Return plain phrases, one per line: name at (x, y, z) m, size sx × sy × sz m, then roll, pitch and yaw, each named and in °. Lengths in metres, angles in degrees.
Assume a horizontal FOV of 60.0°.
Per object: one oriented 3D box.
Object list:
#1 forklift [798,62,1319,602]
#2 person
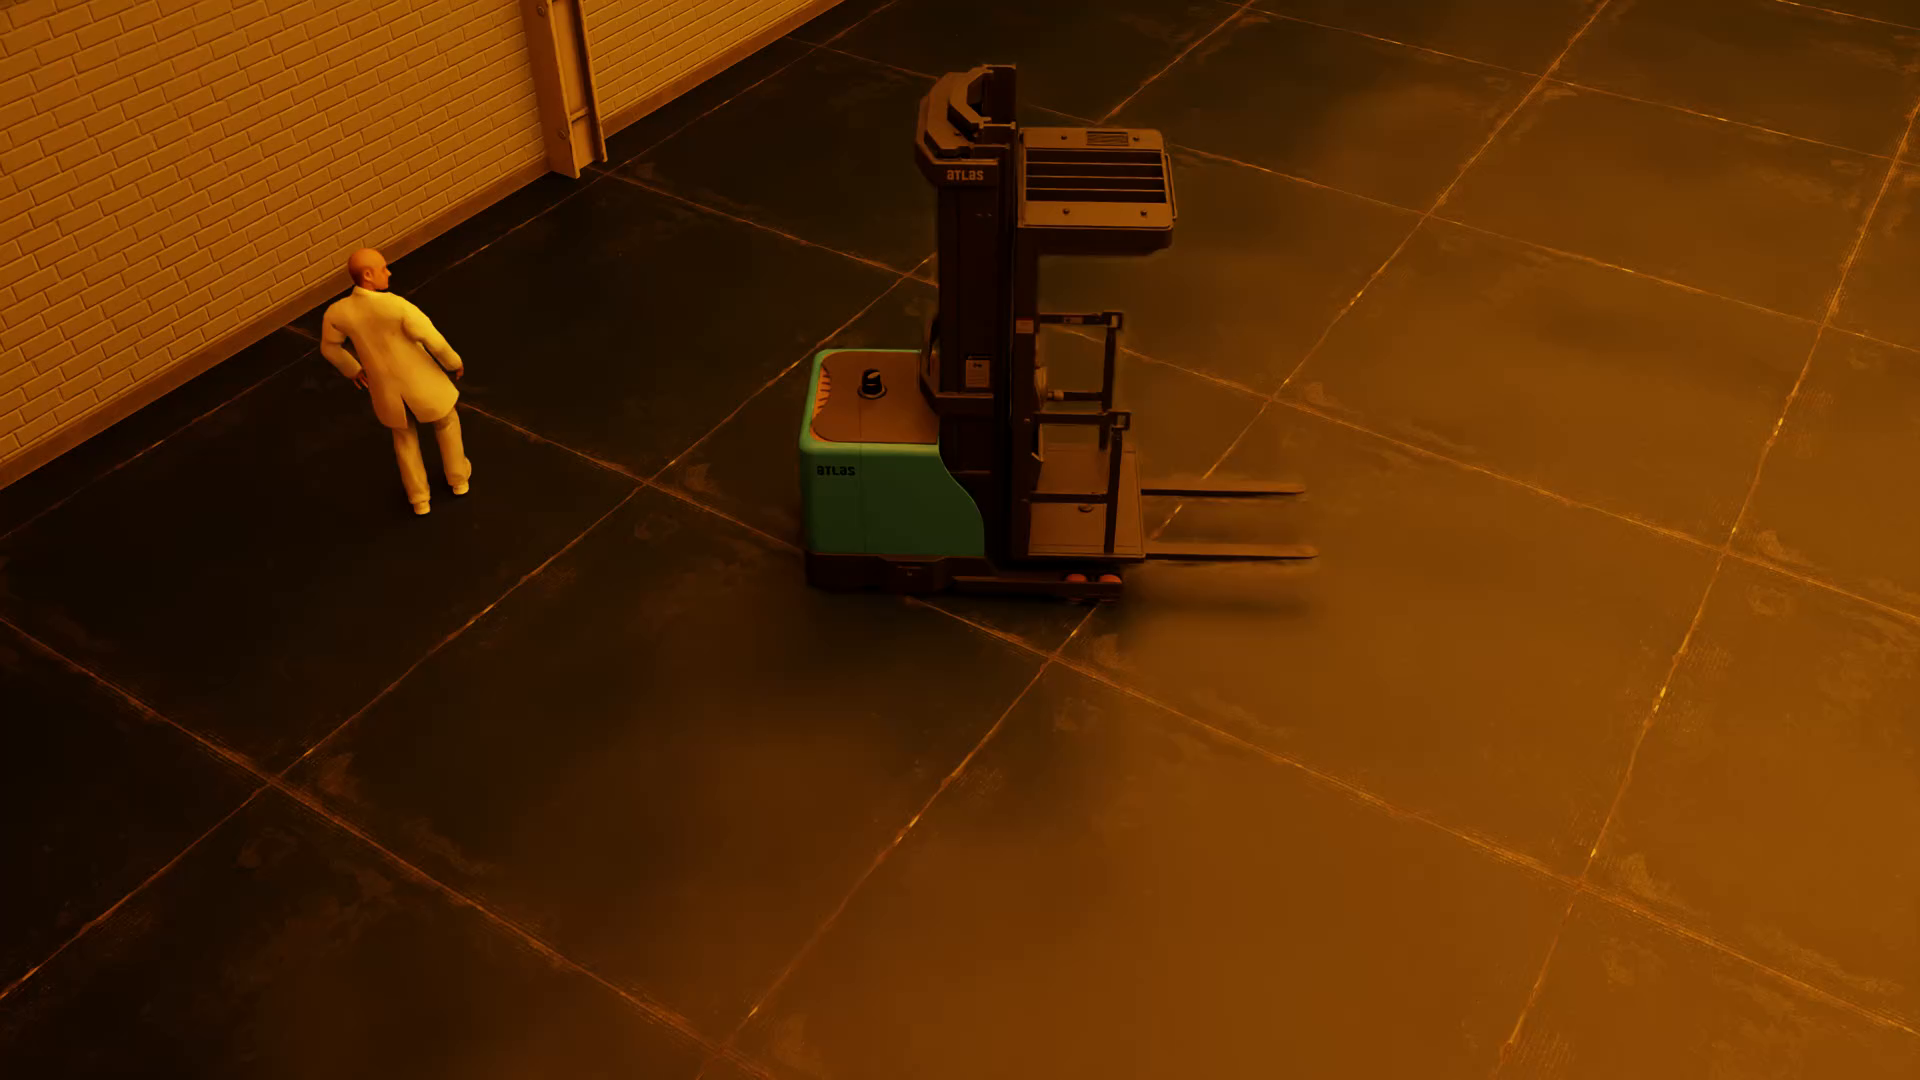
forklift at (0.610, -1.105, 9.271) m, size 3.031 × 2.935 × 1.130 m, roll 1°, pitch 40°, yaw 1°
person at (-3.373, -0.992, 10.052) m, size 0.794 × 1.757 × 0.554 m, roll -2°, pitch 40°, yaw -2°
